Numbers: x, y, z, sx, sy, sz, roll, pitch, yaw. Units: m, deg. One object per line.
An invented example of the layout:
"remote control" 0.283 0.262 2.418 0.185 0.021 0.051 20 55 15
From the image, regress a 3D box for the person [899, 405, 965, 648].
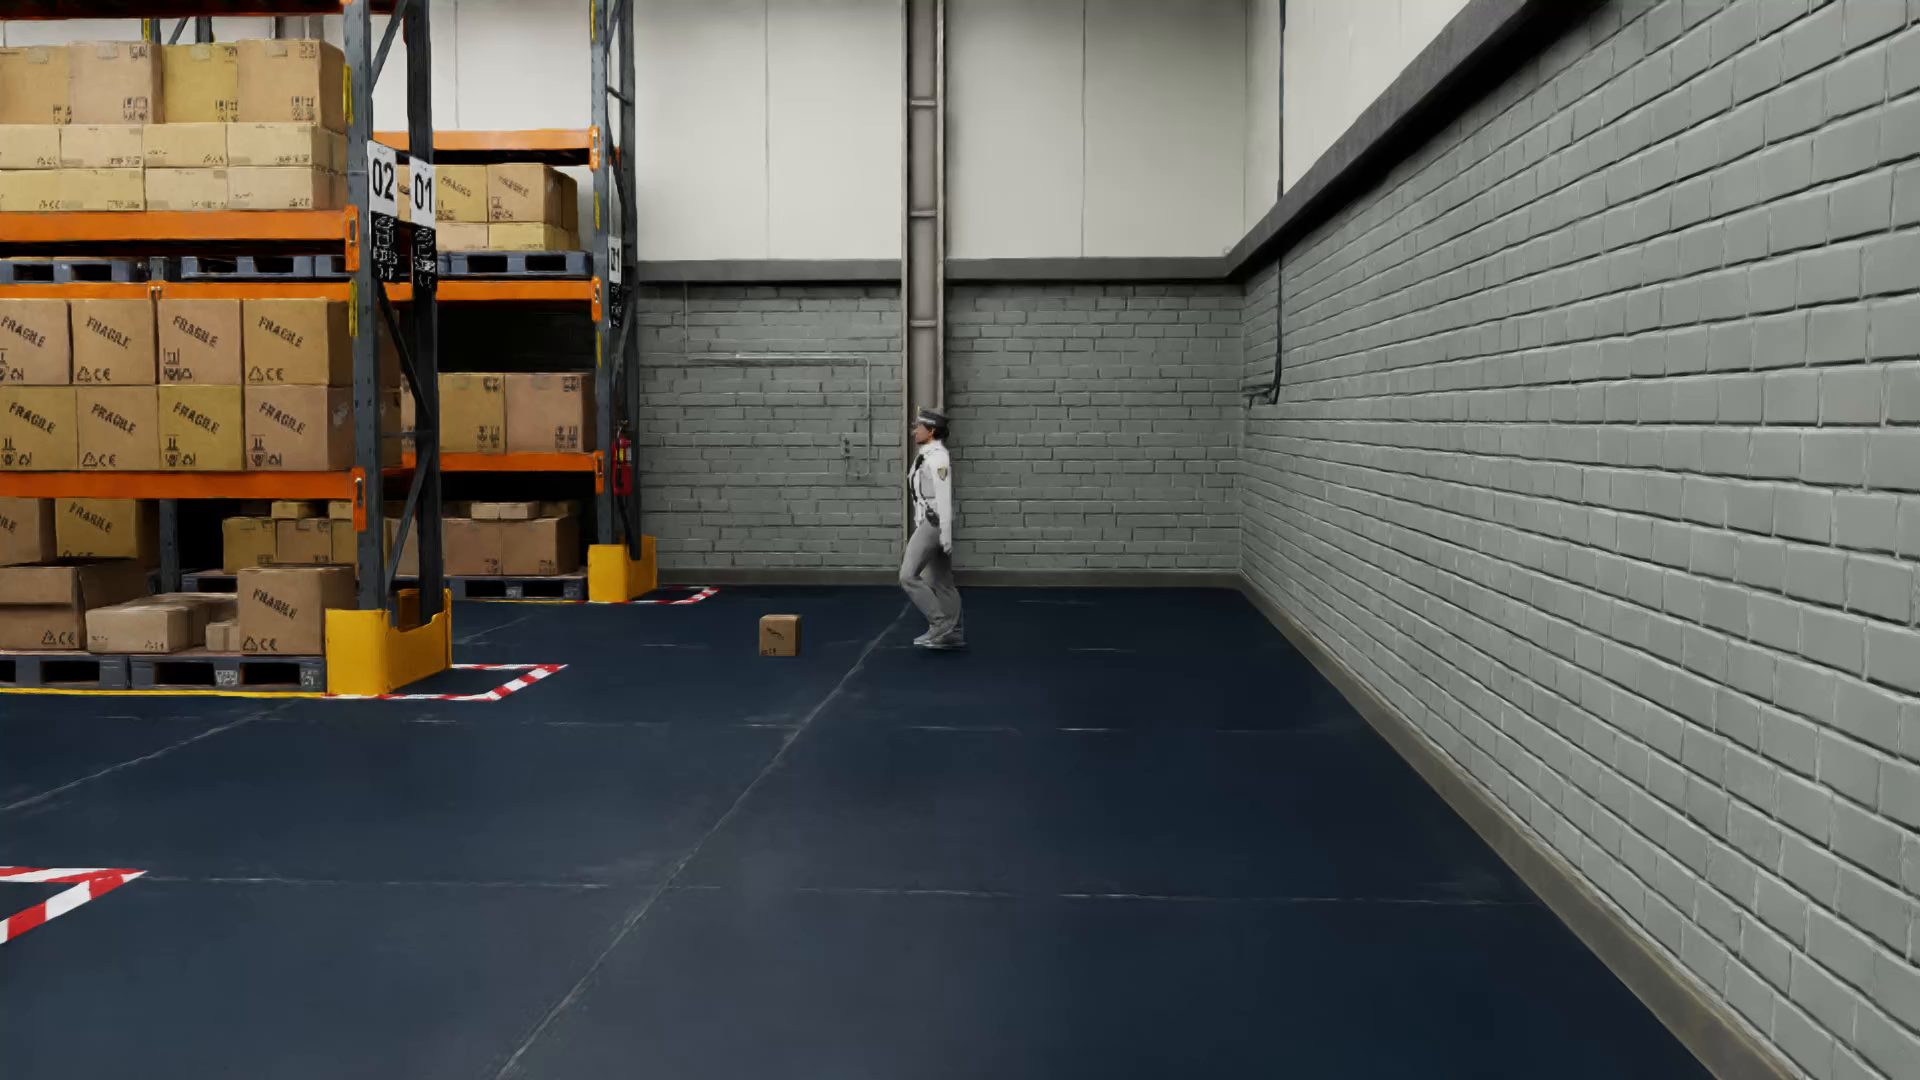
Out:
"person" -0.193 -0.085 11.422 0.467 1.680 0.509 0 4 -5
